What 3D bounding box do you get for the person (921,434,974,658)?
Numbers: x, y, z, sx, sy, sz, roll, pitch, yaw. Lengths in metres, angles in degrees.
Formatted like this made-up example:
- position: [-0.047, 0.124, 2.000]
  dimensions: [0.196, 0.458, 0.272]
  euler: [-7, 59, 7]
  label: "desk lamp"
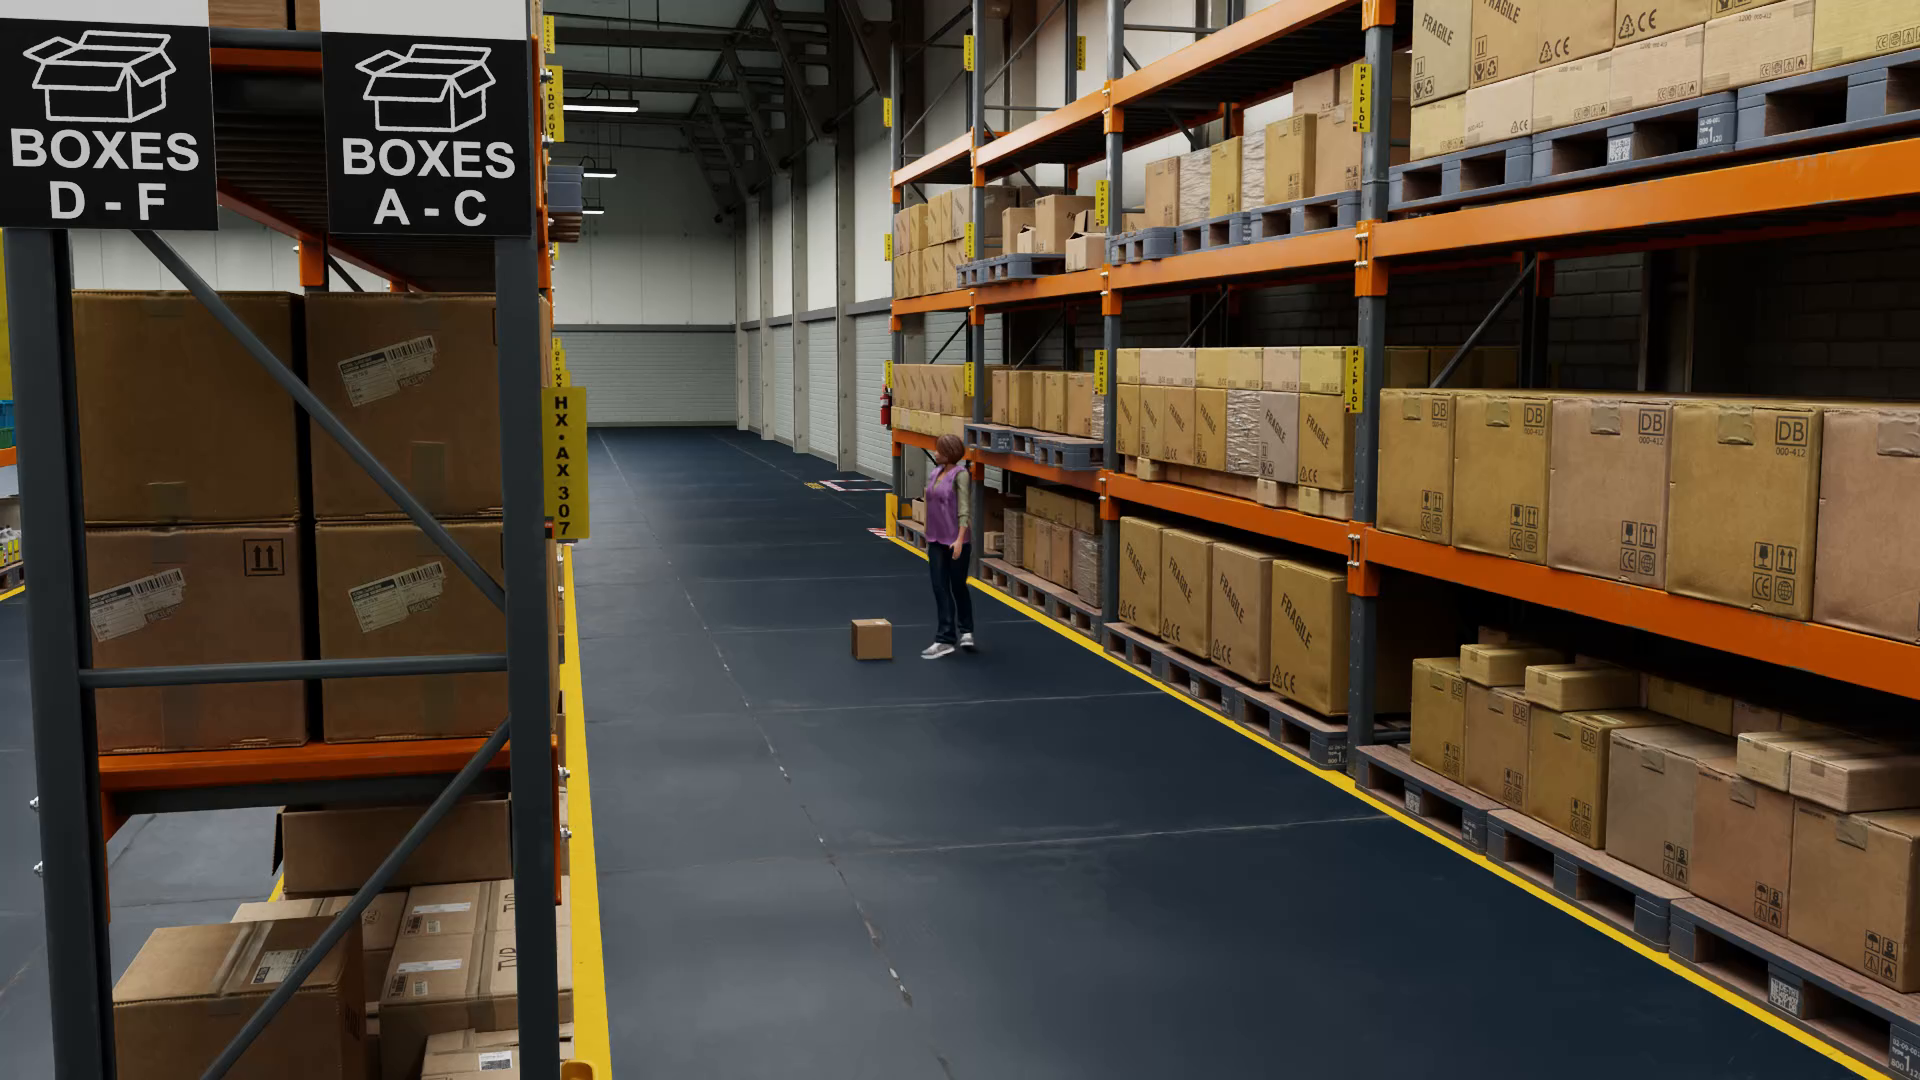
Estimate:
- position: [-0.056, 0.037, 12.053]
  dimensions: [0.500, 1.610, 0.568]
  euler: [6, 9, 43]
  label: "person"
